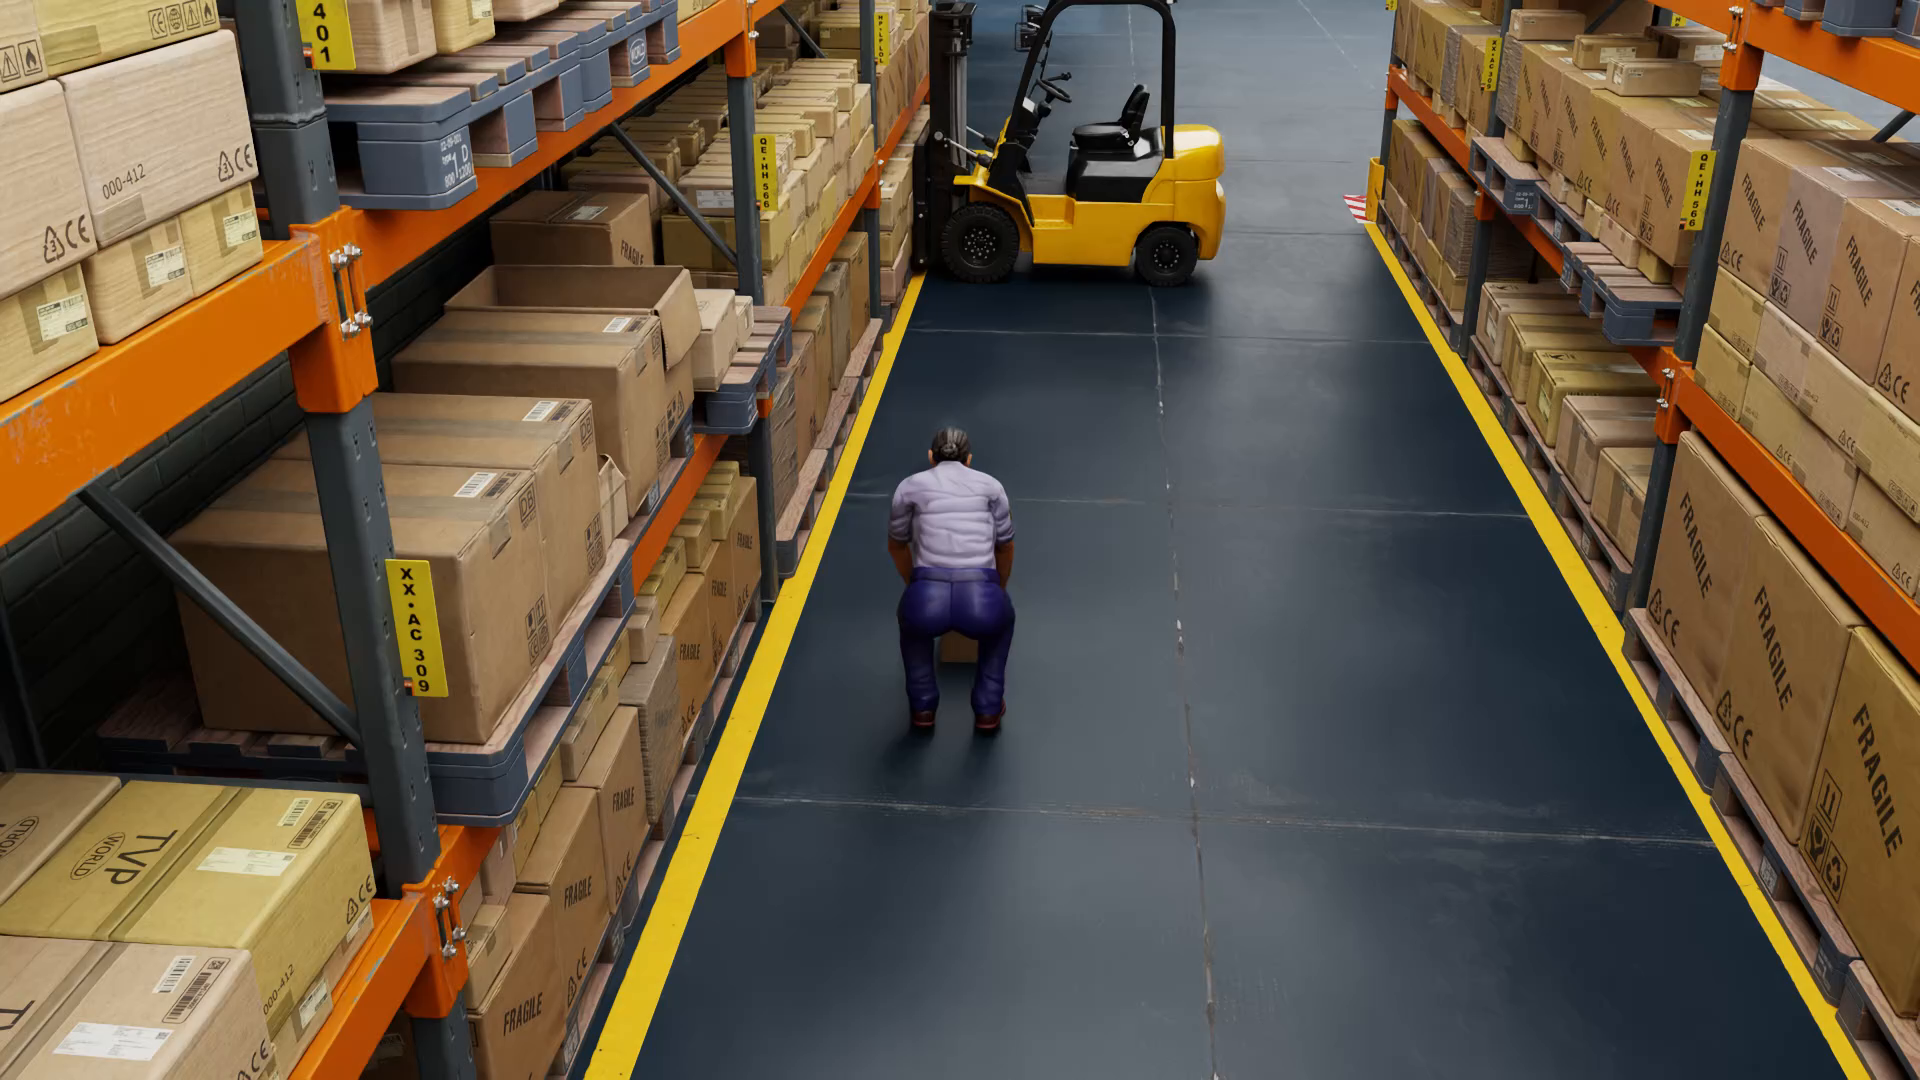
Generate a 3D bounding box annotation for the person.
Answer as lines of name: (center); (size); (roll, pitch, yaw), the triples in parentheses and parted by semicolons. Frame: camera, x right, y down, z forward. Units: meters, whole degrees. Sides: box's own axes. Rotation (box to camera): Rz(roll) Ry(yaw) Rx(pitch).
person: (-0.044, 0.190, 6.791); (0.537, 1.169, 0.752); (2, 25, 4)
